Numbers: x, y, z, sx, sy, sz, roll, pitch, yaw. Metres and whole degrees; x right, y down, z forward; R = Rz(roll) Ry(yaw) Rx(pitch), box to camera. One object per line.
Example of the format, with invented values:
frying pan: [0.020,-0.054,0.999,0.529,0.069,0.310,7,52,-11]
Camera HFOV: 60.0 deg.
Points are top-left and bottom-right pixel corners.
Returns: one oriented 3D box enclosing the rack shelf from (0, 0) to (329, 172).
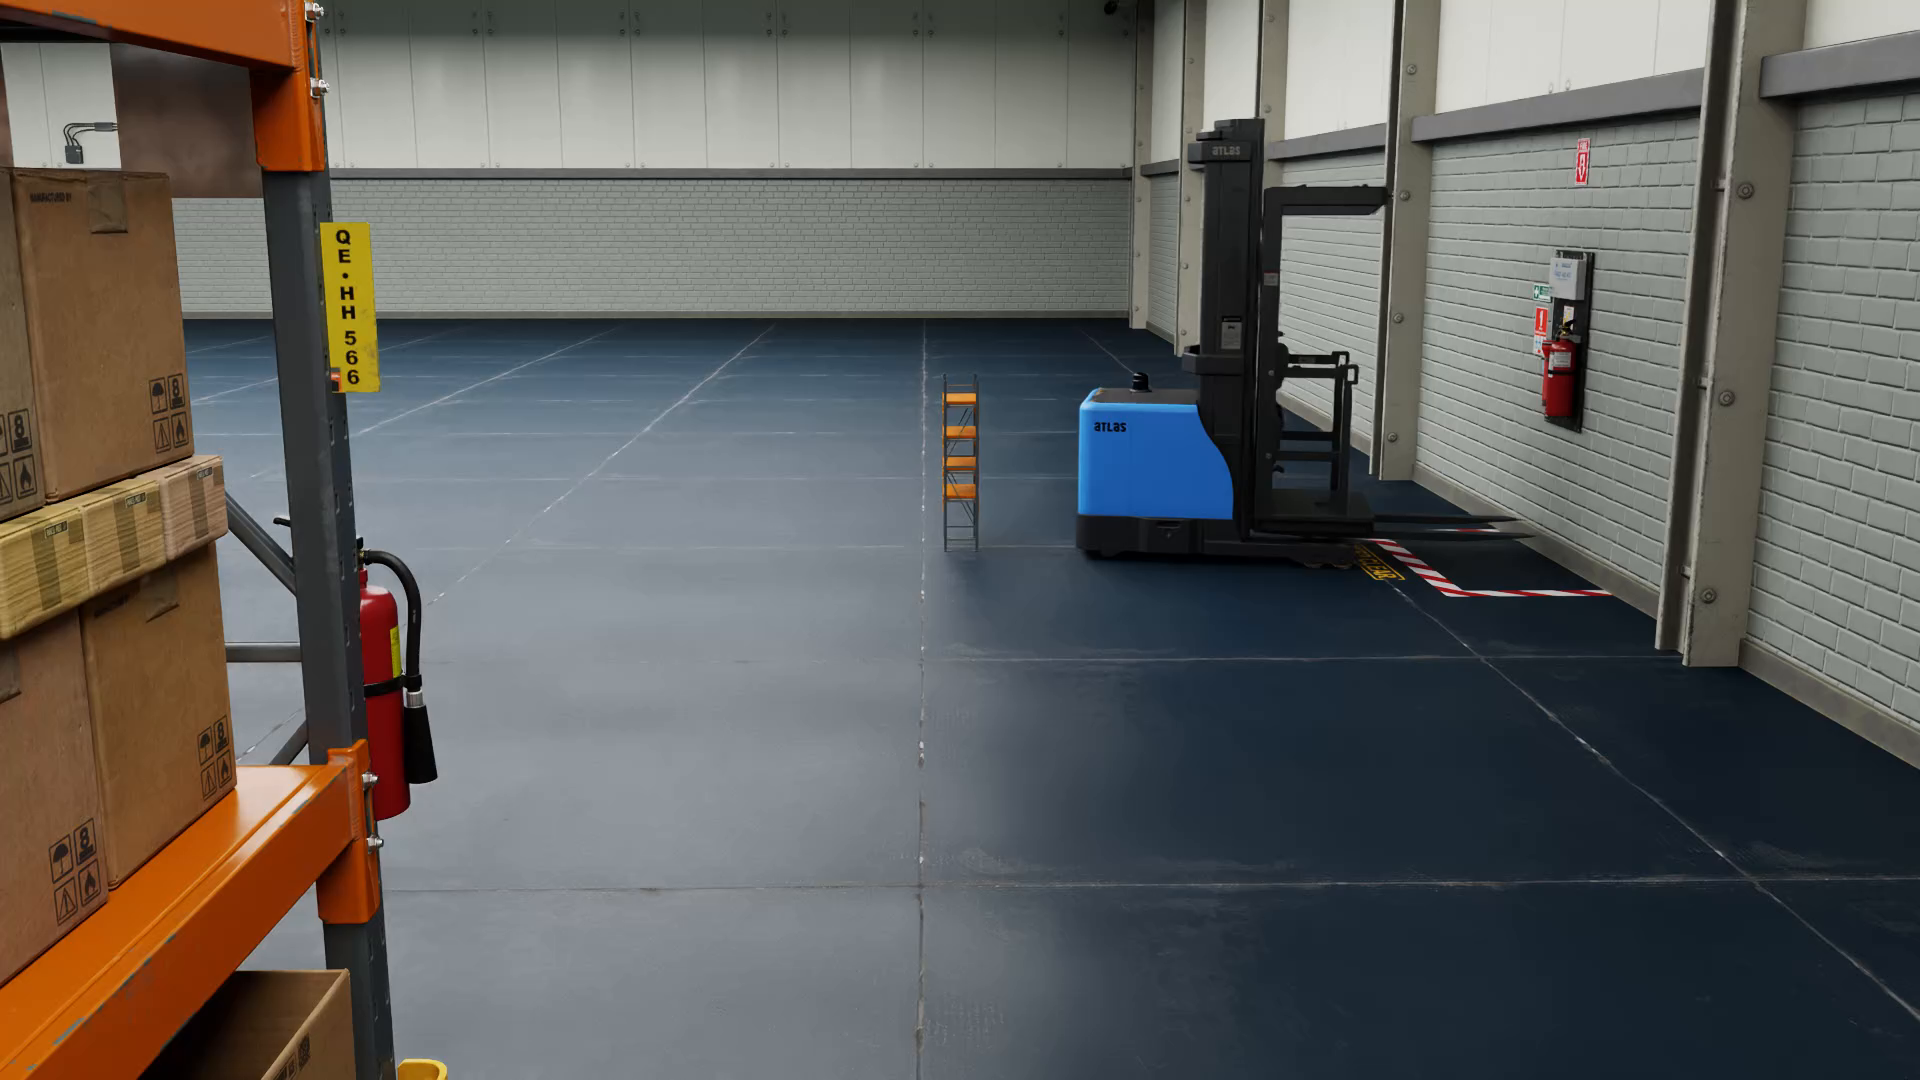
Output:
rack shelf: [-1.683,-0.485,1.171,1.077,0.370,4.000,0,11,-1]

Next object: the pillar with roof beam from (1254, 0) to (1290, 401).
pillar with roof beam: [-0.569,-6.151,19.746,9.100,9.000,0.400,0,11,-1]

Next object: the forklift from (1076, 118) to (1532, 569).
forklift: [2.362,-1.355,11.365,3.031,2.935,1.130,2,12,9]

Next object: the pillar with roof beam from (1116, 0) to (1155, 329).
pillar with roof beam: [-0.817,-8.537,31.504,9.100,9.000,0.548,0,11,-1]

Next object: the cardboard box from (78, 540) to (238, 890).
cardboard box: [-1.728,0.279,2.889,0.700,0.500,0.500,0,11,-1]

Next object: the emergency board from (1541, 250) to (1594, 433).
emergency board: [3.970,-1.335,11.094,0.194,1.169,0.643,0,11,-1]

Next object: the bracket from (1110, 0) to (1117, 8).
bracket: [3.087,-10.753,33.376,0.076,0.066,3.189,0,11,-1]

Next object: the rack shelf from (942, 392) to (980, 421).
rack shelf: [0.003,-0.940,11.699,0.258,0.148,0.480,0,11,-1]

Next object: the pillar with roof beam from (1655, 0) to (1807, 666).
pillar with roof beam: [-0.321,-3.766,7.988,9.100,9.000,0.400,0,11,-1]

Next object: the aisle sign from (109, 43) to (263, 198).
aisle sign: [-1.432,-1.053,3.169,0.394,0.787,0.004,0,11,-1]

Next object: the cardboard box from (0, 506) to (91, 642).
cardboard box: [-1.514,0.046,2.405,0.380,0.149,0.250,0,11,-2]

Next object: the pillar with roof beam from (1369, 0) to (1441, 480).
pillar with roof beam: [-0.445,-4.958,13.867,9.100,9.000,0.400,0,11,-1]

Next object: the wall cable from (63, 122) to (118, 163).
wall cable: [-17.253,-10.718,33.705,2.305,6.003,0.169,0,11,-1]

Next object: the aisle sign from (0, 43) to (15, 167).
aisle sign: [-2.032,-1.051,3.157,0.394,0.787,0.004,0,11,-1]

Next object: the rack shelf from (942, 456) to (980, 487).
rack shelf: [0.003,-0.489,11.791,0.258,0.148,0.480,0,11,-1]

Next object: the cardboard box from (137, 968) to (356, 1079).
cardboard box: [-1.416,1.114,2.995,0.500,0.500,0.500,0,11,-1]

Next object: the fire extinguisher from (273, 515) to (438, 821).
fire extinguisher: [-1.263,0.247,3.490,0.296,0.674,0.183,0,11,-1]

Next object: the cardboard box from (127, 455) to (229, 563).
cardboard box: [-1.526,-0.057,2.912,0.380,0.149,0.250,0,11,-2]

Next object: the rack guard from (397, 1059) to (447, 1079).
rack guard: [-1.725,1.455,3.629,1.175,0.500,0.348,0,11,-1]

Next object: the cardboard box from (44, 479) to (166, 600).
cardboard box: [-1.519,-0.005,2.656,0.380,0.149,0.250,0,11,0]

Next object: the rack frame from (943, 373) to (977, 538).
rack frame: [-0.002,-0.604,12.017,0.240,1.200,0.015,0,11,-1]

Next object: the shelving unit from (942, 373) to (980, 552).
shelving unit: [0.003,-0.555,11.778,0.258,1.200,0.503,0,11,-1]

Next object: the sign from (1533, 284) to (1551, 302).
sign: [4.053,-1.721,11.577,0.001,0.109,0.331,0,11,-1]

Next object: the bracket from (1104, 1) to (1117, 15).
bracket: [3.075,-10.870,33.955,0.235,0.232,0.430,0,11,-1]

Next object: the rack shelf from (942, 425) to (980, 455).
rack shelf: [0.003,-0.708,11.747,0.258,0.148,0.480,0,11,-1]

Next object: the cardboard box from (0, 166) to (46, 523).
cardboard box: [-1.710,-0.242,2.193,0.700,0.500,0.500,-1,11,-3]

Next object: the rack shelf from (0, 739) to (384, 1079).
rack shelf: [-1.683,0.985,1.469,1.077,0.370,4.000,0,11,-1]

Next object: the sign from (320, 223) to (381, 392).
sign: [-1.182,-0.448,3.216,0.100,0.325,0.005,0,11,-1]

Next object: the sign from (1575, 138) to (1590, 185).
sign: [4.070,-2.473,10.873,0.001,0.298,0.199,0,11,-1]

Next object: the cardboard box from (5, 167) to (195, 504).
cardboard box: [-1.727,-0.347,2.709,0.700,0.500,0.500,0,11,-1]

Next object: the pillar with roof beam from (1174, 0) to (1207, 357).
pillar with roof beam: [-0.693,-7.344,25.625,9.100,9.000,0.400,0,11,-1]

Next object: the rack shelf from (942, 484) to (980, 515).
rack shelf: [0.003,-0.295,11.830,0.258,0.148,0.480,0,11,-1]

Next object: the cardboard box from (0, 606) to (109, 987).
cardboard box: [-1.712,0.383,2.375,0.700,0.500,0.500,0,11,0]

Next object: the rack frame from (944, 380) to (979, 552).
rack frame: [0.008,-0.507,11.539,0.240,1.200,0.015,0,11,-1]

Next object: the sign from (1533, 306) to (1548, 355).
sign: [4.062,-1.463,11.634,0.001,0.329,0.234,0,11,-1]
